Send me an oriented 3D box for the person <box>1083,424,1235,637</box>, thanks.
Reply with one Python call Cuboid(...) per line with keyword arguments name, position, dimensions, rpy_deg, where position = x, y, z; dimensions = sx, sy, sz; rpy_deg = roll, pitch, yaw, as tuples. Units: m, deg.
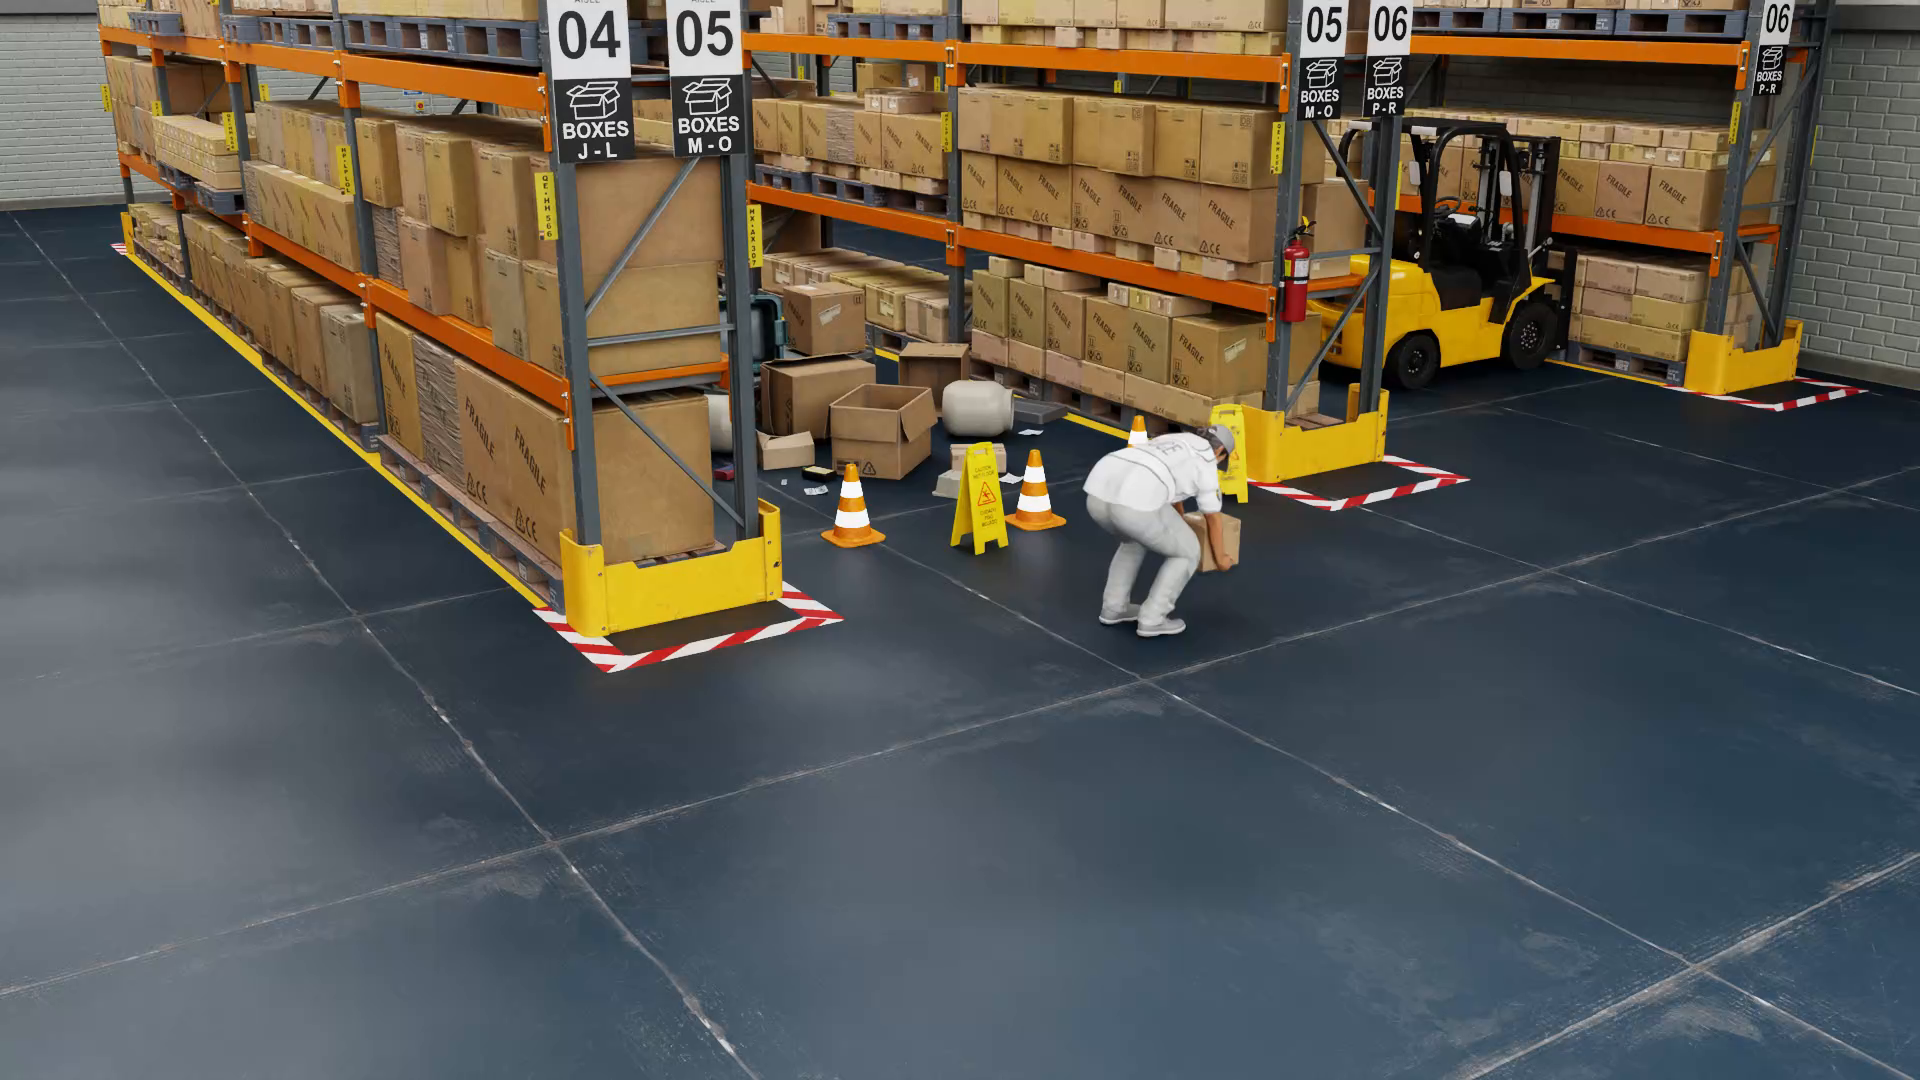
Cuboid(name="person", position=(1.072, -0.053, 8.735), dimensions=(0.937, 1.032, 0.504), rpy_deg=(-13, 22, -34))
